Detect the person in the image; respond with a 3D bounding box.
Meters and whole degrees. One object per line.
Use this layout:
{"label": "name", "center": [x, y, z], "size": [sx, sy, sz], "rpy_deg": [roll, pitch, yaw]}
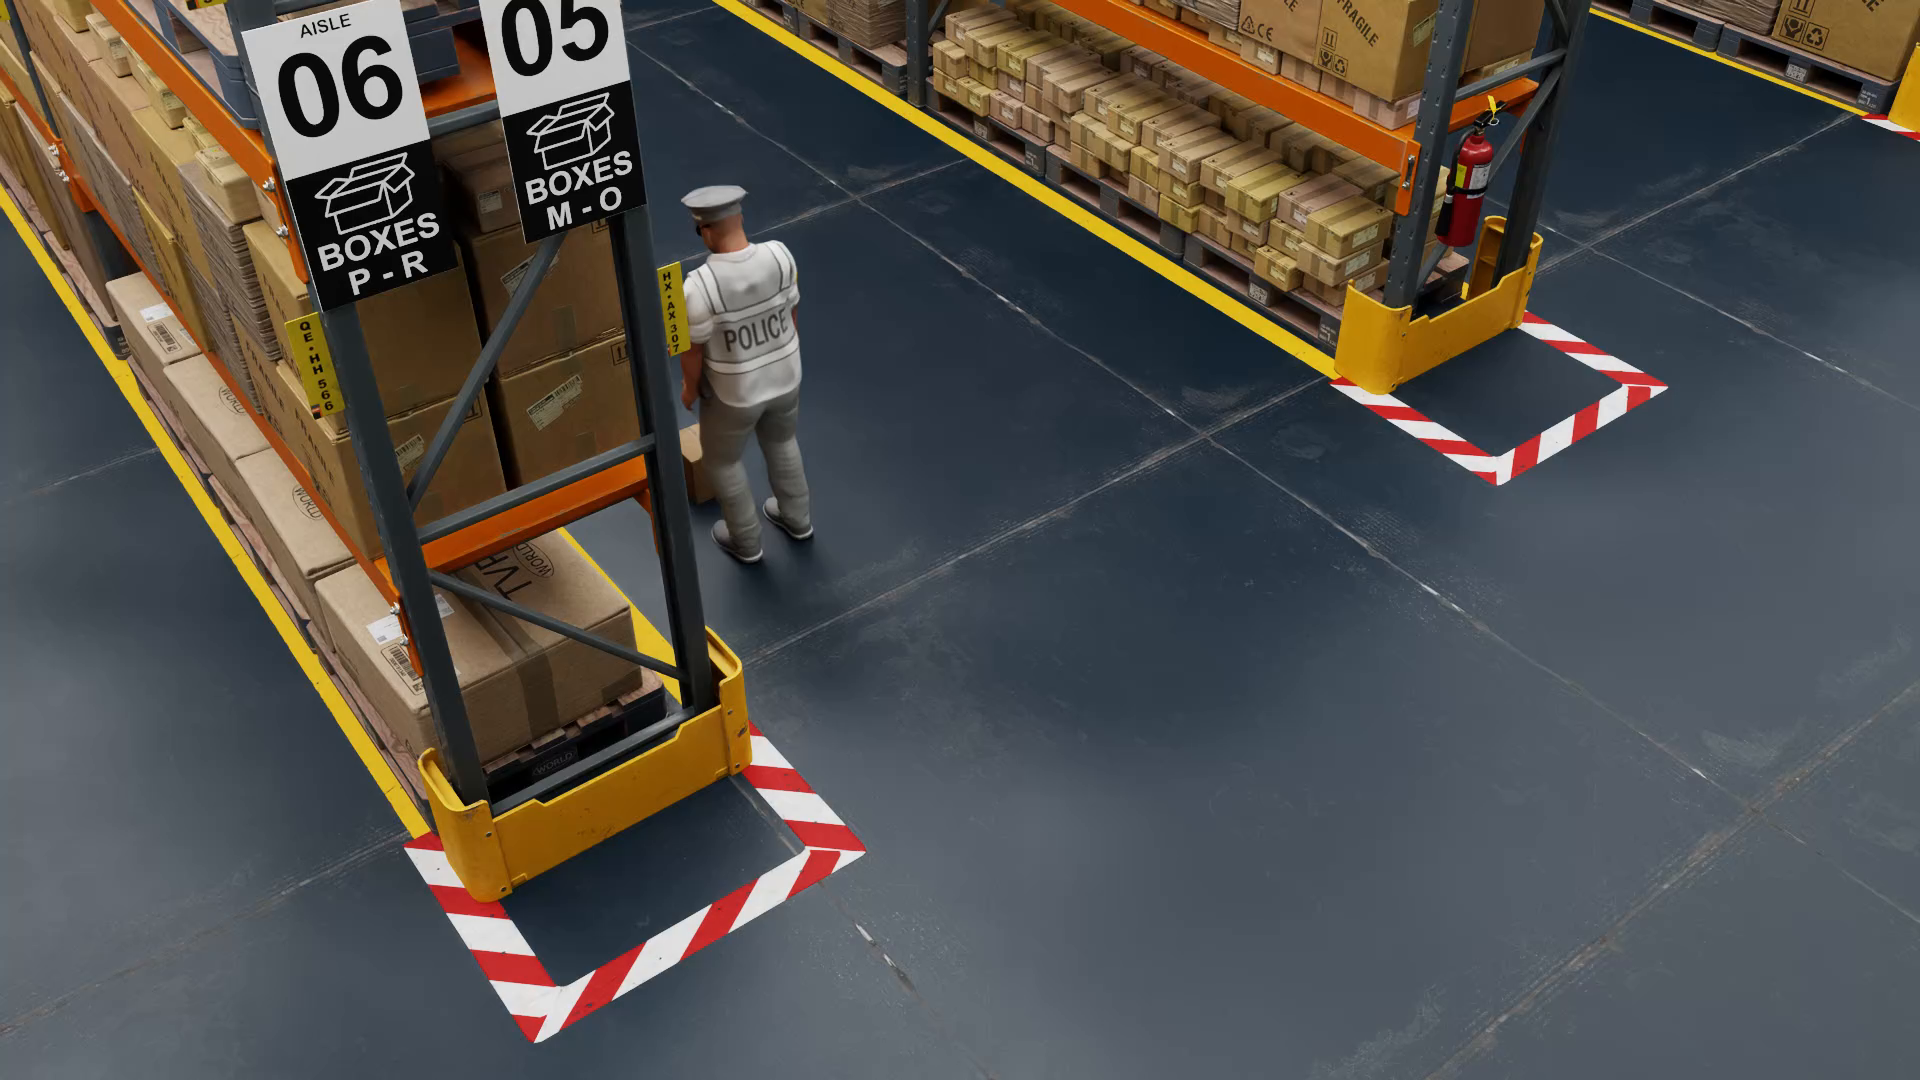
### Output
{"label": "person", "center": [-0.906, -0.660, 6.962], "size": [0.541, 1.729, 0.408], "rpy_deg": [-25, 46, -27]}
